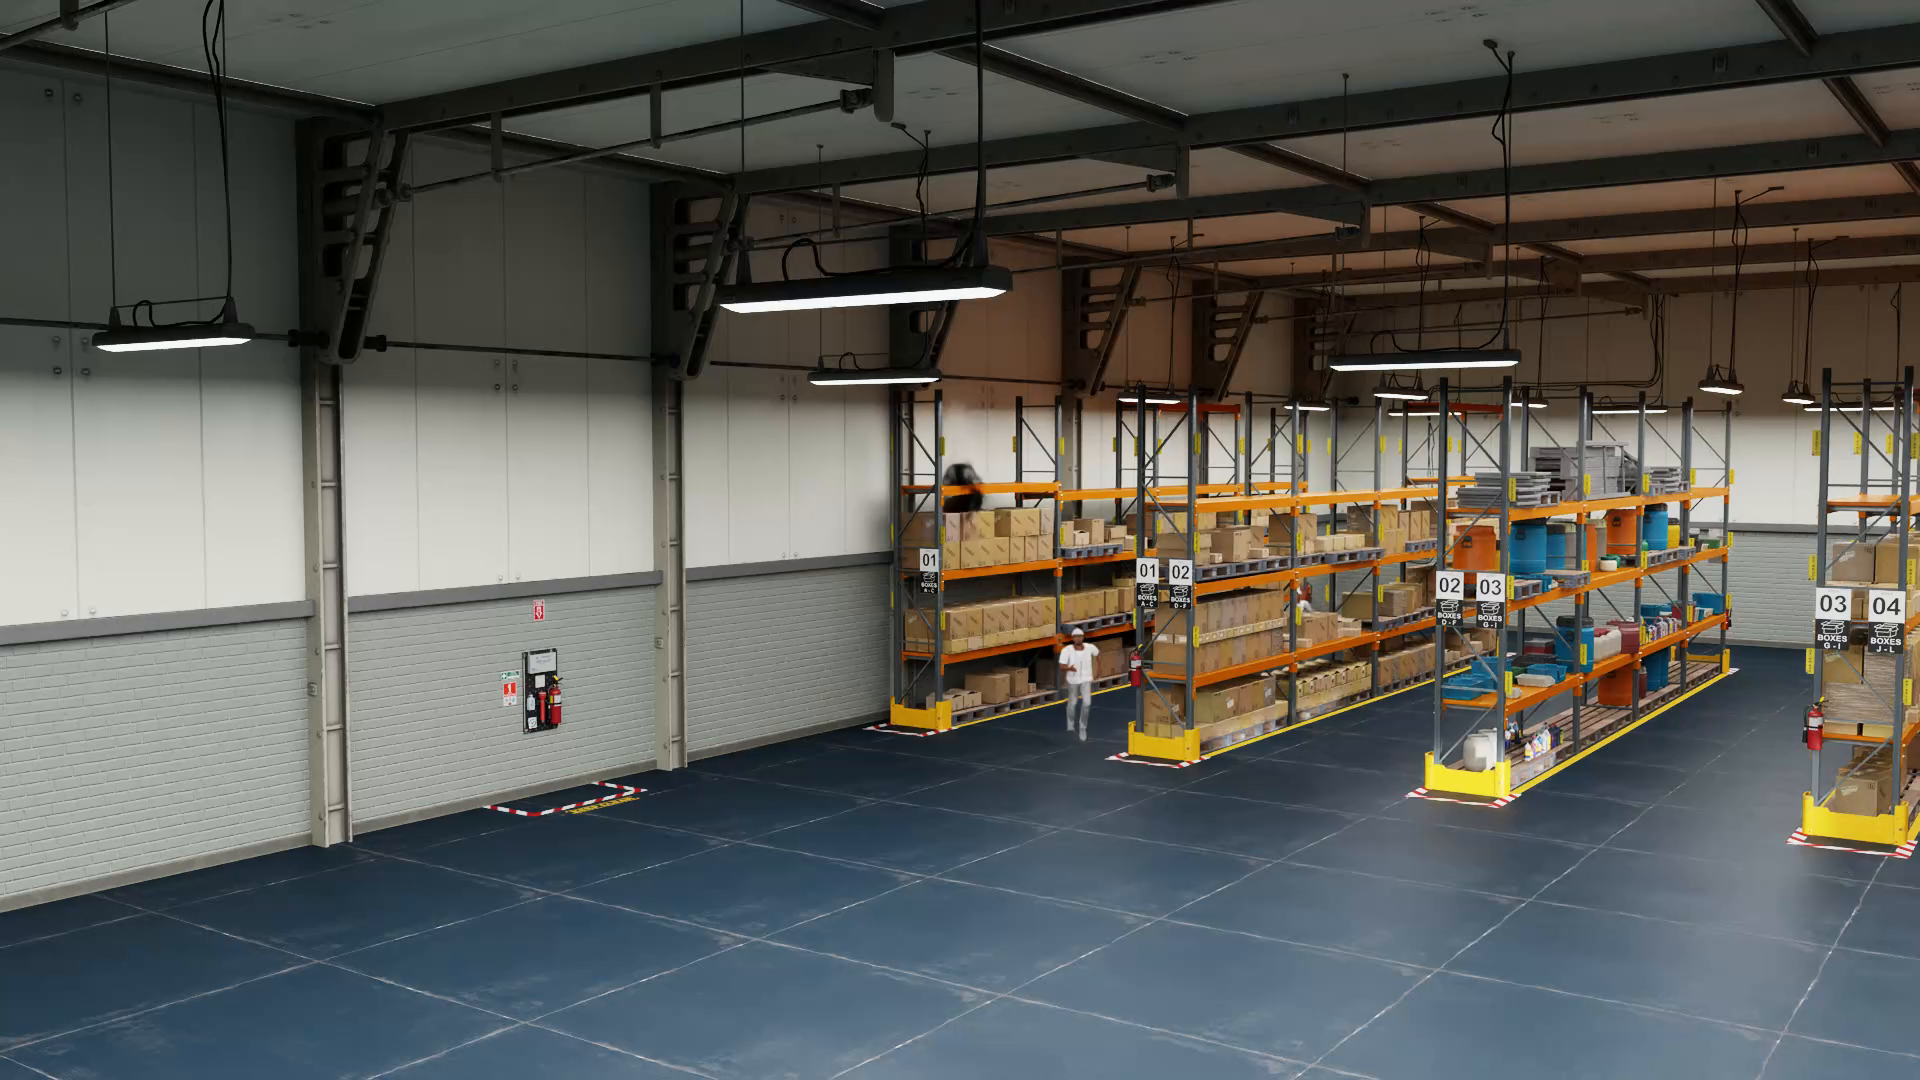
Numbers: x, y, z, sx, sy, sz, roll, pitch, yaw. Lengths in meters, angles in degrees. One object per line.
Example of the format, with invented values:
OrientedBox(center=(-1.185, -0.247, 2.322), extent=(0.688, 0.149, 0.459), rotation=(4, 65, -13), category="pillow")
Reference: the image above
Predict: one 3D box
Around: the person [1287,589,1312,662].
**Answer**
OrientedBox(center=(7.678, 1.995, 37.685), extent=(0.669, 1.789, 0.901), rotation=(2, 4, 31), category="person")

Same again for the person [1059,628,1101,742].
OrientedBox(center=(1.957, 2.342, 27.035), extent=(0.708, 1.837, 0.847), rotation=(0, 3, -1), category="person")
